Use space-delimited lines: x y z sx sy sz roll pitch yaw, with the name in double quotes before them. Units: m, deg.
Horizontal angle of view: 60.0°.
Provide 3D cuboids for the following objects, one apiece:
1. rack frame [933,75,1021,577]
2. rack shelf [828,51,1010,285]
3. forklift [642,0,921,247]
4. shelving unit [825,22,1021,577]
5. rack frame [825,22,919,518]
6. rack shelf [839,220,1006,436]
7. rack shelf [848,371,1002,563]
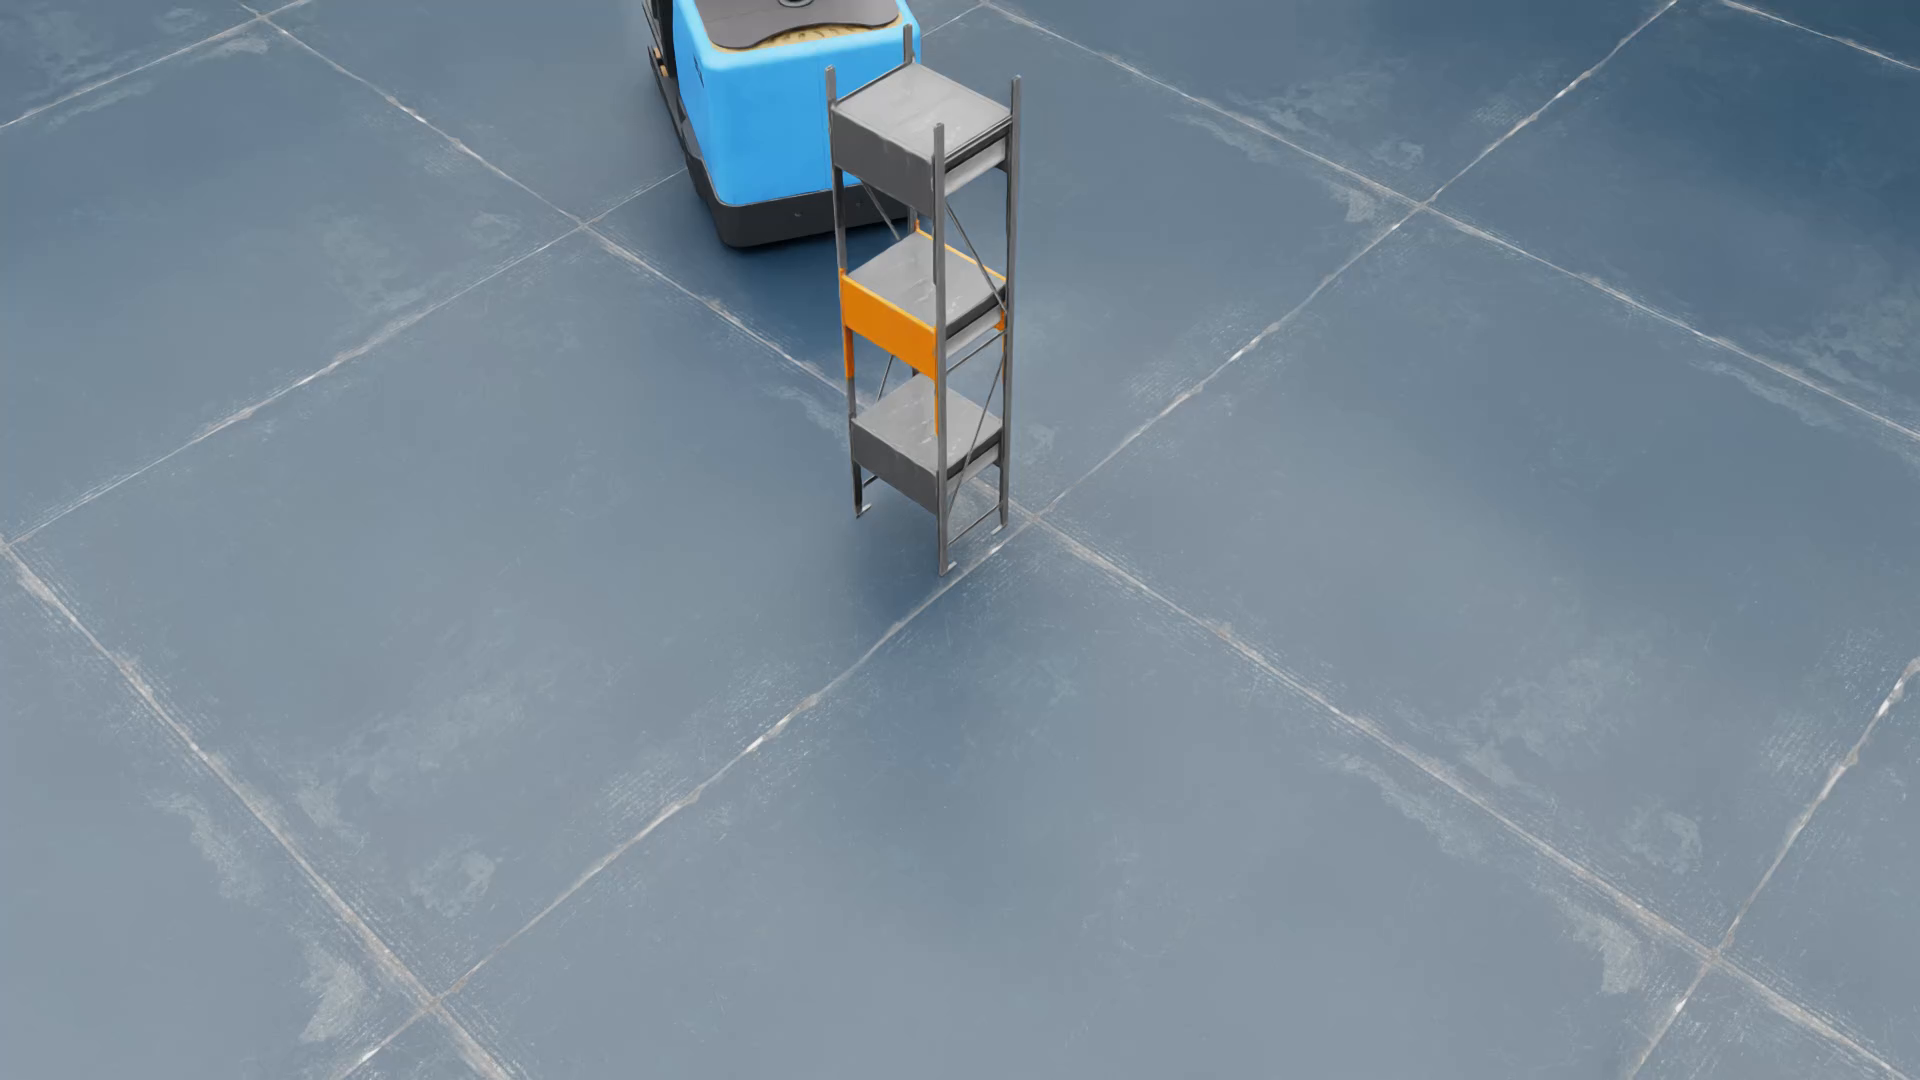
"rack frame" 0.058 -0.680 6.057 0.015 2.100 0.400 34 55 28
"rack shelf" -0.122 -1.270 5.670 0.480 0.518 0.431 34 55 28
"forklift" -1.096 -3.526 8.159 1.130 2.935 3.031 -13 48 -12
"shelving unit" -0.122 -0.801 6.170 0.503 2.100 0.431 34 55 28
"rack frame" -0.301 -0.921 6.283 0.015 2.100 0.400 34 55 28
"rack shelf" -0.122 -0.791 6.180 0.480 0.518 0.431 34 55 28
"rack shelf" -0.122 -0.312 6.690 0.480 0.518 0.431 34 55 28
